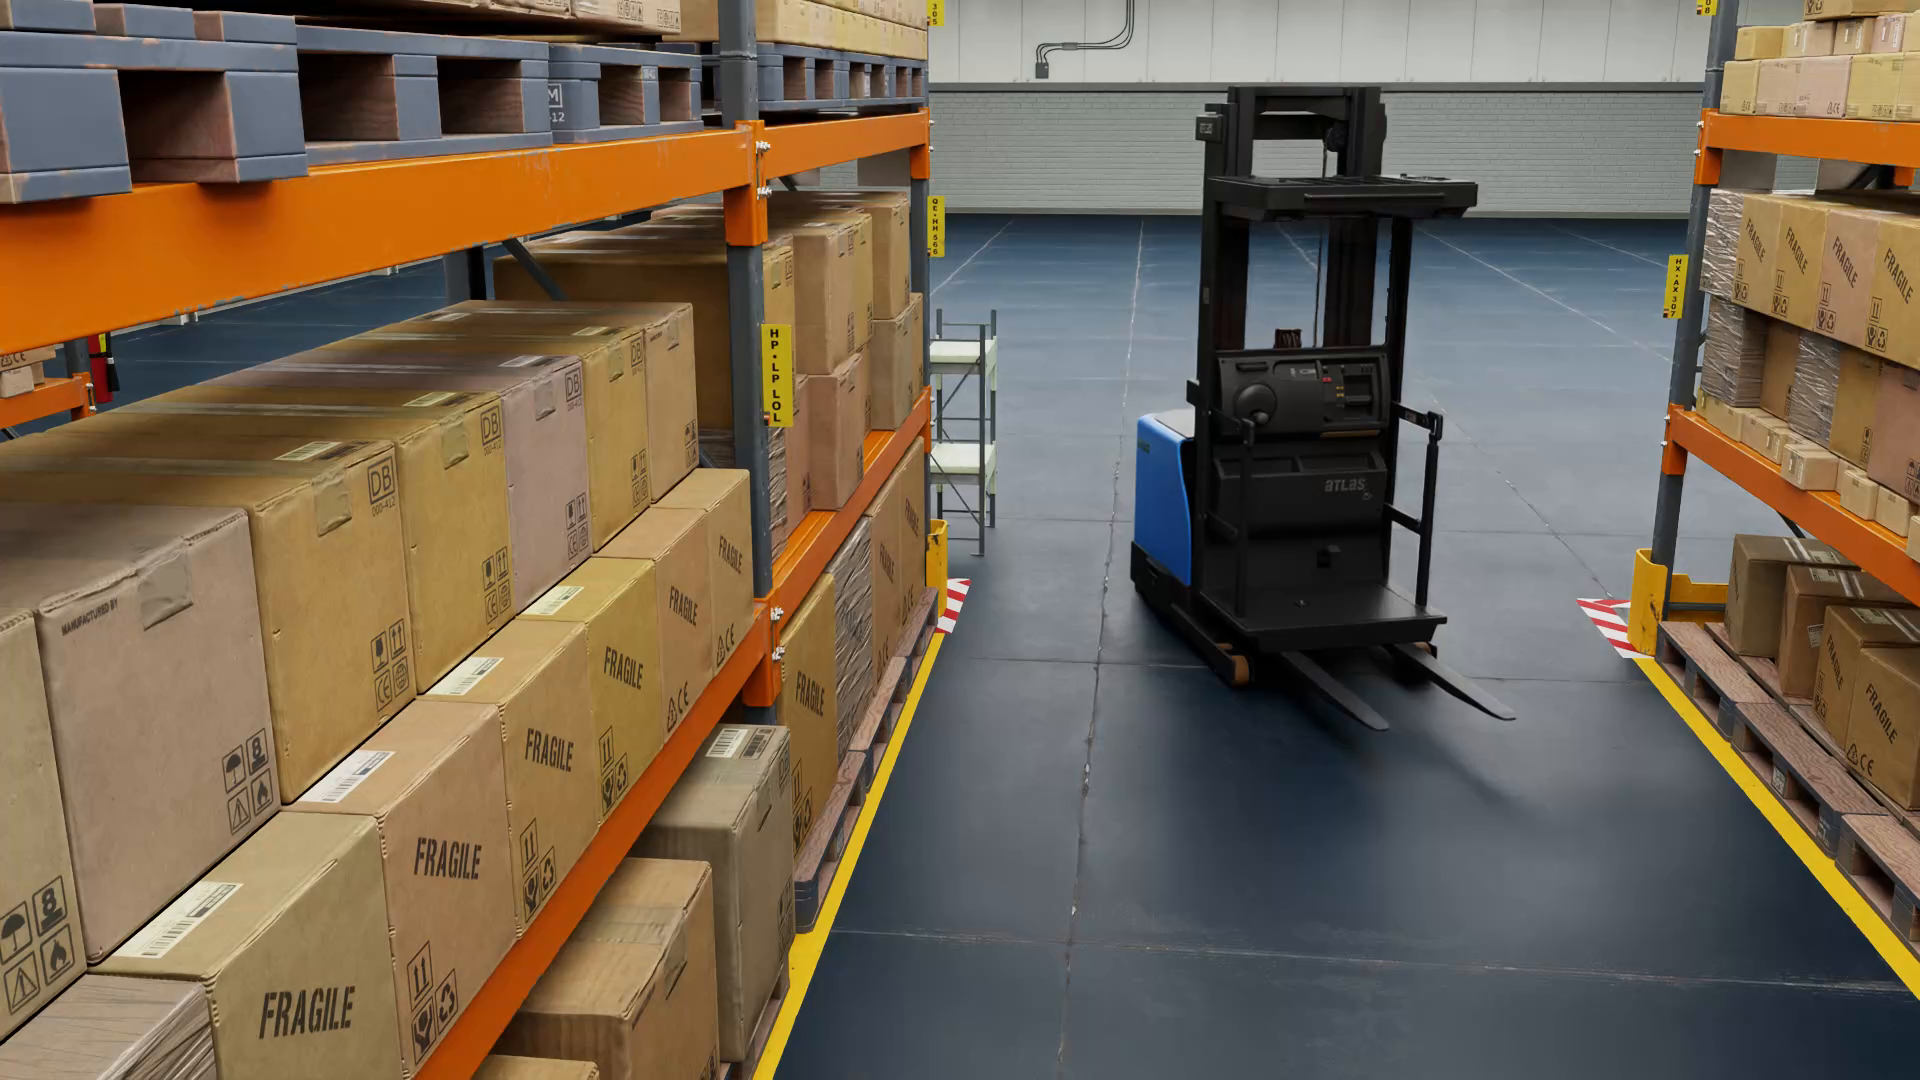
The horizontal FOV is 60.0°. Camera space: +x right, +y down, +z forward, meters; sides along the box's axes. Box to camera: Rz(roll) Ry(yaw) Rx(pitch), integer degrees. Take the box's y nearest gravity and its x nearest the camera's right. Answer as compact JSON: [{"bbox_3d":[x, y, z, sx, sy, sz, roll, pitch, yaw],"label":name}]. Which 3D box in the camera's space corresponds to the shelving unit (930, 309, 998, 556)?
[{"bbox_3d":[0.001,-0.726,10.973,0.431,1.500,0.755,2,15,6],"label":"shelving unit"}]

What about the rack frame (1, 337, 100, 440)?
[{"bbox_3d":[-5.601,-1.169,9.739,1.000,3.000,0.127,2,15,6],"label":"rack frame"}]

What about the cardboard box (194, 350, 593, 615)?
[{"bbox_3d":[-1.286,-0.150,3.862,0.700,0.500,0.500,2,15,7],"label":"cardboard box"}]

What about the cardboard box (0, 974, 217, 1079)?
[{"bbox_3d":[-1.255,0.869,2.012,0.500,0.500,0.500,2,15,7],"label":"cardboard box"}]

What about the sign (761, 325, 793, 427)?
[{"bbox_3d":[-0.582,-0.519,5.270,0.100,0.325,0.005,2,15,6],"label":"sign"}]

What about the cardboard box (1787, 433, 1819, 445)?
[{"bbox_3d":[3.842,-0.365,7.246,0.380,0.149,0.250,2,15,6],"label":"cardboard box"}]

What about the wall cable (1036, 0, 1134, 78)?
[{"bbox_3d":[2.955,-13.920,38.887,2.305,6.003,0.169,2,15,6],"label":"wall cable"}]

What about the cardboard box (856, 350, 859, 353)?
[{"bbox_3d":[-0.915,-0.601,7.351,0.875,0.550,0.500,2,15,6],"label":"cardboard box"}]

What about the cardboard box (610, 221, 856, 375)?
[{"bbox_3d":[-0.903,-0.983,6.693,0.875,0.550,0.550,2,15,6],"label":"cardboard box"}]

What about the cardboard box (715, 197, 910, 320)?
[{"bbox_3d":[-0.722,-1.403,8.247,0.875,0.550,0.550,2,15,6],"label":"cardboard box"}]

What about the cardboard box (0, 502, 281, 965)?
[{"bbox_3d":[-1.457,0.247,2.395,0.700,0.500,0.500,1,15,5],"label":"cardboard box"}]

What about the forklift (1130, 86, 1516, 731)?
[{"bbox_3d":[1.832,-0.776,8.416,1.130,2.935,3.031,-3,15,-11],"label":"forklift"}]

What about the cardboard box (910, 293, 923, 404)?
[{"bbox_3d":[-0.668,-1.024,8.917,0.875,0.550,0.550,2,15,6],"label":"cardboard box"}]

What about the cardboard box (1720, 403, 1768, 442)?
[{"bbox_3d":[3.886,-0.560,7.970,0.380,0.149,0.250,2,15,6],"label":"cardboard box"}]

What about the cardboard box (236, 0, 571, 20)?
[{"bbox_3d":[-1.102,-1.207,3.308,0.500,0.311,0.500,1,15,4],"label":"cardboard box"}]

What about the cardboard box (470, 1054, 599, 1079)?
[{"bbox_3d":[-1.320,1.526,3.276,1.050,0.750,0.750,2,15,7],"label":"cardboard box"}]

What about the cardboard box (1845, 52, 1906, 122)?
[{"bbox_3d":[3.769,-1.738,6.384,0.500,0.250,0.500,2,15,8],"label":"cardboard box"}]

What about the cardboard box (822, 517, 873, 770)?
[{"bbox_3d":[-0.884,0.416,7.144,0.875,0.875,0.875,2,15,7],"label":"cardboard box"}]

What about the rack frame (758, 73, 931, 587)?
[{"bbox_3d":[-0.671,-1.050,9.297,1.000,3.000,0.127,2,15,6],"label":"rack frame"}]

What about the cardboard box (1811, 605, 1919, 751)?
[{"bbox_3d":[4.036,0.606,7.159,0.500,0.500,0.500,3,15,11],"label":"cardboard box"}]

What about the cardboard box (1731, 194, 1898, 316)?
[{"bbox_3d":[3.850,-1.288,7.501,0.500,0.500,0.500,2,15,6],"label":"cardboard box"}]

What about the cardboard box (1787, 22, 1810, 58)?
[{"bbox_3d":[3.852,-2.179,7.250,0.380,0.149,0.250,2,15,9],"label":"cardboard box"}]

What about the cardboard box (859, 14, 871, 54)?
[{"bbox_3d":[-0.572,-2.069,6.805,0.380,0.149,0.250,2,15,7],"label":"cardboard box"}]

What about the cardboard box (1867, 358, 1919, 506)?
[{"bbox_3d":[3.954,-0.408,6.163,0.875,0.500,0.500,2,15,6],"label":"cardboard box"}]

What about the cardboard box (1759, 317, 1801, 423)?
[{"bbox_3d":[4.219,-0.794,7.591,0.875,0.500,0.500,2,15,6],"label":"cardboard box"}]

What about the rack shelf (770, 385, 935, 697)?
[{"bbox_3d":[-0.897,-0.184,7.473,1.077,0.370,4.000,2,15,6],"label":"rack shelf"}]

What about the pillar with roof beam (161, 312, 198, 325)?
[{"bbox_3d":[-5.876,-7.042,19.965,9.100,9.000,0.400,2,15,6],"label":"pillar with roof beam"}]

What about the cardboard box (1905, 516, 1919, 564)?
[{"bbox_3d":[3.570,0.021,5.818,0.380,0.149,0.250,2,15,6],"label":"cardboard box"}]

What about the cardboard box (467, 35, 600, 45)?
[{"bbox_3d":[-1.399,-1.694,5.418,0.380,0.149,0.250,2,15,6],"label":"cardboard box"}]

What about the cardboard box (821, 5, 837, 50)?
[{"bbox_3d":[-0.658,-1.871,6.074,0.380,0.149,0.250,1,15,5],"label":"cardboard box"}]

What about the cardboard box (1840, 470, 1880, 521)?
[{"bbox_3d":[3.711,-0.172,6.531,0.380,0.149,0.250,2,15,6],"label":"cardboard box"}]

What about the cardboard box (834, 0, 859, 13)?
[{"bbox_3d":[-0.677,-2.163,6.388,0.500,0.250,0.500,2,15,6],"label":"cardboard box"}]

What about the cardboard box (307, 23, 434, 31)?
[{"bbox_3d":[-1.486,-1.328,4.066,0.250,0.149,0.380,2,15,6],"label":"cardboard box"}]

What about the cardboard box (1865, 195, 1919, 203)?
[{"bbox_3d":[4.379,-1.272,7.443,0.500,0.500,0.500,2,15,6],"label":"cardboard box"}]

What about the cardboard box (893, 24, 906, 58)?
[{"bbox_3d":[-0.458,-2.334,7.784,0.380,0.149,0.250,2,15,7],"label":"cardboard box"}]

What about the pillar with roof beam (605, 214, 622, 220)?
[{"bbox_3d":[-3.845,-11.710,37.230,9.100,9.000,0.400,2,15,6],"label":"pillar with roof beam"}]

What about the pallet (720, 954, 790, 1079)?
[{"bbox_3d":[-1.135,1.536,5.076,1.003,0.211,1.213,2,15,6],"label":"pallet"}]

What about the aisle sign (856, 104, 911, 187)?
[{"bbox_3d":[-0.365,-2.314,8.993,0.394,0.787,0.004,2,15,6],"label":"aisle sign"}]

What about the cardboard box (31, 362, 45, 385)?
[{"bbox_3d":[-5.431,-0.945,9.390,0.380,0.149,0.250,2,15,8],"label":"cardboard box"}]

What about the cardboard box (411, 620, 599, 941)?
[{"bbox_3d":[-1.085,0.477,3.461,0.500,0.500,0.500,2,15,6],"label":"cardboard box"}]

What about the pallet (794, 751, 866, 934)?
[{"bbox_3d":[-0.959,1.139,6.545,1.003,0.211,1.213,2,15,6],"label":"pallet"}]

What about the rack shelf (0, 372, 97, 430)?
[{"bbox_3d":[-5.827,-0.303,7.915,1.077,0.370,4.000,2,15,6],"label":"rack shelf"}]

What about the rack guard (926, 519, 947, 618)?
[{"bbox_3d":[-0.668,0.151,9.647,1.175,0.500,0.348,2,15,6],"label":"rack guard"}]

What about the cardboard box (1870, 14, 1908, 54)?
[{"bbox_3d":[3.823,-1.978,6.509,0.380,0.149,0.250,2,15,6],"label":"cardboard box"}]

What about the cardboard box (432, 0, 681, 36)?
[{"bbox_3d":[-1.043,-1.451,4.326,0.500,0.250,0.500,2,15,7],"label":"cardboard box"}]

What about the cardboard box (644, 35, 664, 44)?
[{"bbox_3d":[-1.314,-1.893,6.153,0.380,0.149,0.250,2,15,6],"label":"cardboard box"}]

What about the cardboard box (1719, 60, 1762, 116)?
[{"bbox_3d":[3.935,-2.136,7.854,0.500,0.250,0.500,2,15,8],"label":"cardboard box"}]

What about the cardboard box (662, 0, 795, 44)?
[{"bbox_3d":[-0.744,-1.674,5.346,0.380,0.149,0.250,1,15,5],"label":"cardboard box"}]

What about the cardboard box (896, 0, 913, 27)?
[{"bbox_3d":[-0.506,-2.555,7.839,0.500,0.250,0.500,2,15,6],"label":"cardboard box"}]

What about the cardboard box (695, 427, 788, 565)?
[{"bbox_3d":[-1.093,-0.181,5.796,0.875,0.550,0.550,2,15,6],"label":"cardboard box"}]

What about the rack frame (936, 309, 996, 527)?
[{"bbox_3d":[0.042,-0.821,11.324,0.400,1.500,0.023,2,15,6],"label":"rack frame"}]

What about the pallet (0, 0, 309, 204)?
[{"bbox_3d":[-1.554,-0.500,1.880,1.213,0.211,1.003,2,15,9],"label":"pallet"}]
